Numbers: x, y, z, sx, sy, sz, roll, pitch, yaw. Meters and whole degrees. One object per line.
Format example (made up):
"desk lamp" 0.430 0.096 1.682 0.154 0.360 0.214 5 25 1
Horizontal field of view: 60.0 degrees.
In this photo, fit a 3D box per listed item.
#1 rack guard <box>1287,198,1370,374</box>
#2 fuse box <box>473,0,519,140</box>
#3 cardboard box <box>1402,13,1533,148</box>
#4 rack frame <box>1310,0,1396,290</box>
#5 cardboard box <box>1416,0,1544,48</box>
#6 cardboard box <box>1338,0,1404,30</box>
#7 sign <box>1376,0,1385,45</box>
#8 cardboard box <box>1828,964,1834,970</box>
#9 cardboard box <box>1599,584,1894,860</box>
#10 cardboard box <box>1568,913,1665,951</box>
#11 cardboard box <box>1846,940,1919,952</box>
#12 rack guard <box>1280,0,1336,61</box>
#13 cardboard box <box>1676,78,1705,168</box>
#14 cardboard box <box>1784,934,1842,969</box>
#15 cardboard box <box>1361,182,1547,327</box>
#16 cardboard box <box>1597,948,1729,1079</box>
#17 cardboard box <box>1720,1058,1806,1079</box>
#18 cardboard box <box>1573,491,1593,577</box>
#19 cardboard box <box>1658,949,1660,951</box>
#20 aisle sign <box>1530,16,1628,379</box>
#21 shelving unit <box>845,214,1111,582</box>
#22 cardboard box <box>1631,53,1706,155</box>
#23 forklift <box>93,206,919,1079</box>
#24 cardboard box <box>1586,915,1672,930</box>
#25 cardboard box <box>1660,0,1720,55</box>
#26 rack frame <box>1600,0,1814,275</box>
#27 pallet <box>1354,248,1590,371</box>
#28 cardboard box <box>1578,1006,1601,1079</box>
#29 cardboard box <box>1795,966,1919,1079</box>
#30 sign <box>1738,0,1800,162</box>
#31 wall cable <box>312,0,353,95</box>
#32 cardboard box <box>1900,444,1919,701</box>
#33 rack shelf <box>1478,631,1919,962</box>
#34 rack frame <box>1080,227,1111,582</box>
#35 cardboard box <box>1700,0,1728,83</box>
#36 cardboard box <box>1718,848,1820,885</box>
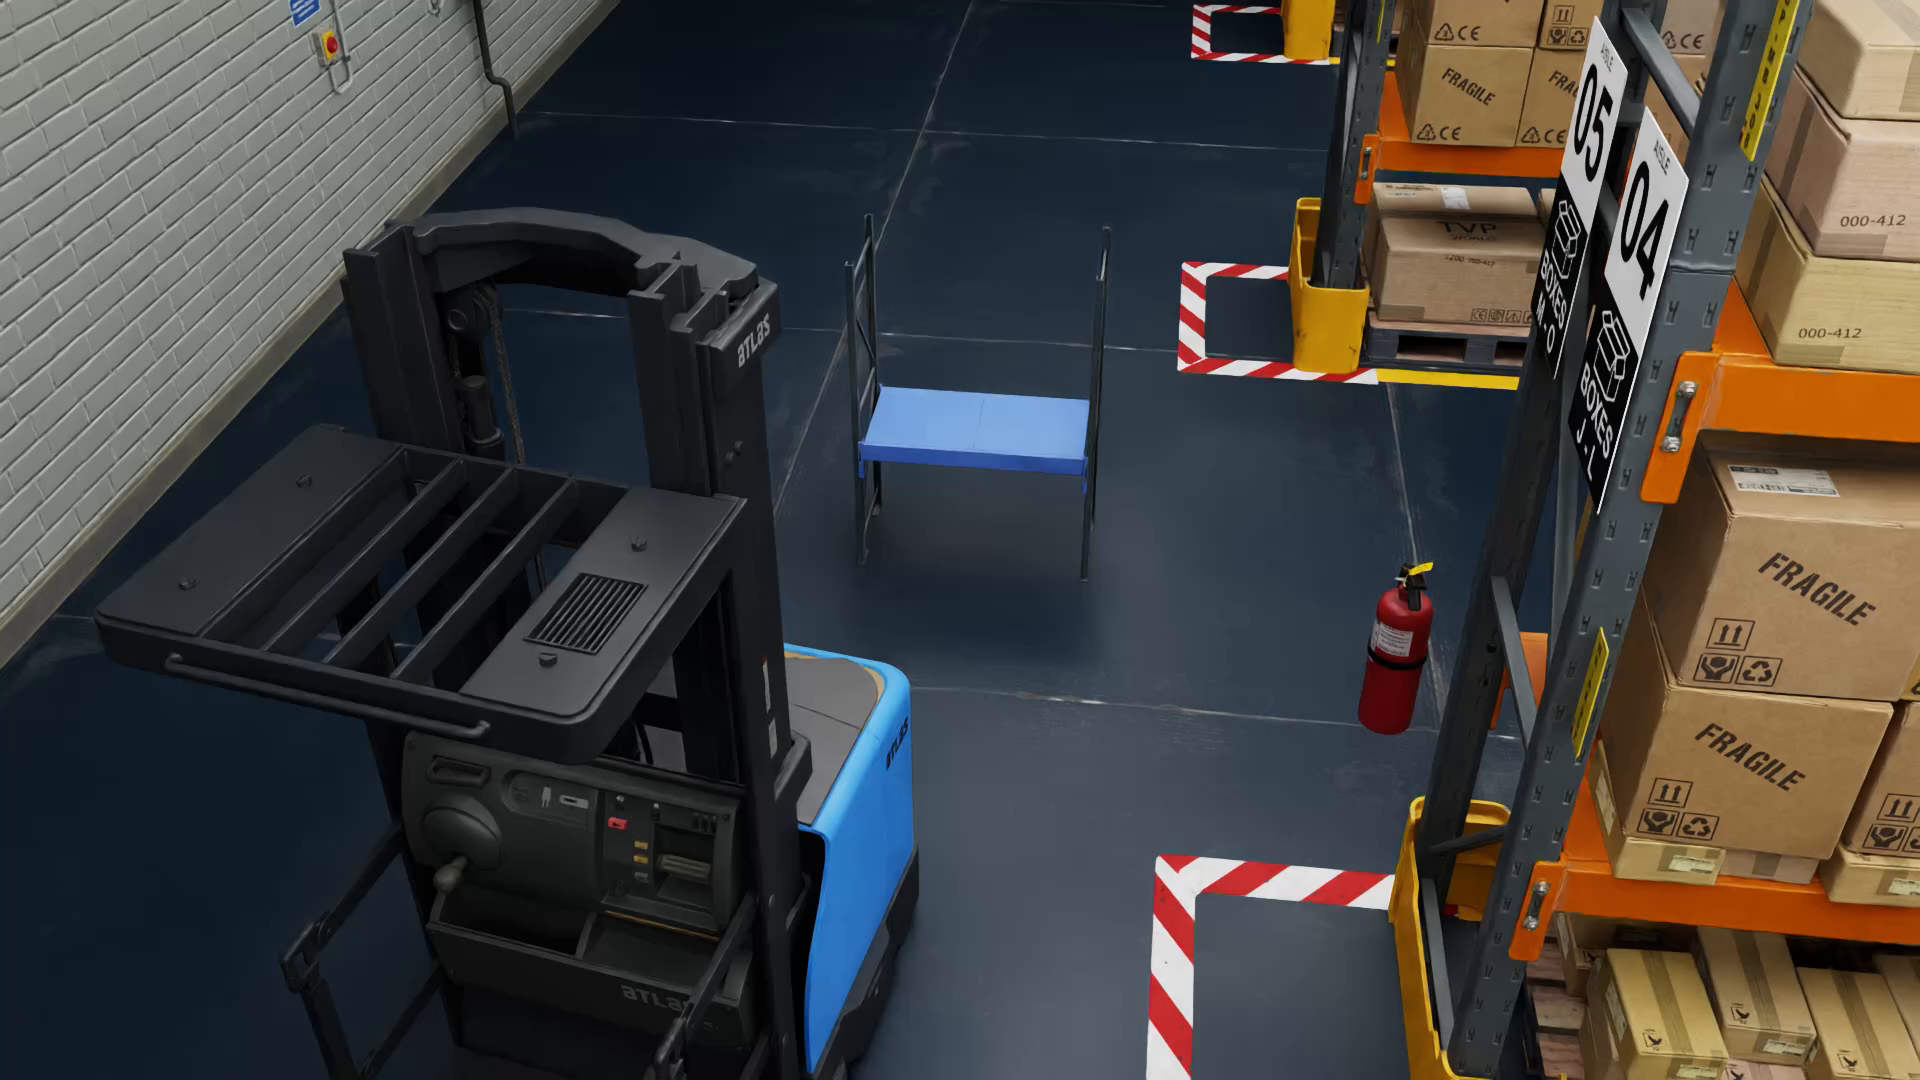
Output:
"rack guard" 2.057 -1.445 9.345 0.348 0.500 1.175 4 36 6
"fuse box" -3.102 -3.540 11.237 0.414 1.711 0.539 4 36 6
"cardboard box" 2.521 -2.301 8.305 0.500 0.500 0.500 4 36 6
"rack frame" 2.081 -2.461 8.616 0.127 3.000 1.000 4 36 6
"cardboard box" 2.521 -2.709 8.017 0.500 0.500 0.500 4 36 5
"cardboard box" 3.304 -4.376 13.087 0.637 0.503 0.797 3 36 4
"sign" 2.005 -2.526 7.894 0.005 0.325 0.100 4 36 6
"cardboard box" 2.865 1.348 5.372 0.250 0.149 0.380 5 36 6
"cardboard box" 1.961 0.429 4.224 0.500 0.500 0.500 6 36 8
"cardboard box" 2.111 1.142 5.405 0.250 0.149 0.380 3 36 5
"cardboard box" 2.872 1.092 5.218 0.250 0.149 0.380 3 36 4
"rack guard" 2.785 -4.298 13.342 0.348 0.500 1.175 4 36 6
"cardboard box" 2.036 -0.880 3.948 0.500 0.250 0.500 4 36 5
"cardboard box" 2.627 1.179 5.352 0.250 0.149 0.380 3 36 4
"cardboard box" 2.749 -1.598 9.251 0.875 0.438 0.875 3 36 4
"cardboard box" 2.027 1.381 4.814 0.250 0.149 0.380 3 36 4
"cardboard box" 2.302 1.507 4.894 0.250 0.149 0.380 4 36 6
"cardboard box" 2.030 0.122 4.655 0.500 0.500 0.500 5 36 7
"cardboard box" 2.368 1.268 5.484 0.250 0.149 0.380 5 36 7
"aisle sign" 1.517 -0.838 4.104 0.004 0.787 0.394 4 36 6
"shelving unit" 0.085 -0.604 7.305 1.048 1.500 0.538 4 36 6
"cardboard box" 3.528 -2.231 8.208 0.500 0.500 0.500 4 36 6
"forklift" -1.064 0.823 4.073 1.130 2.935 3.031 10 37 14
"cardboard box" 2.108 1.039 5.292 0.250 0.149 0.380 5 36 7
"cardboard box" 3.546 -2.641 7.922 0.500 0.500 0.500 4 36 6
"rack frame" 1.551 -2.043 2.867 0.127 3.000 1.000 4 36 6
"pallet" 2.884 -1.312 9.406 1.213 0.211 1.003 4 36 6
"cardboard box" 2.030 1.611 5.003 0.250 0.149 0.380 5 36 7
"cardboard box" 2.550 1.424 4.753 0.250 0.149 0.380 4 36 6
"sign" 1.482 -0.865 3.046 0.005 0.325 0.100 4 36 6
"wall cable" -3.514 -3.291 8.878 0.123 1.953 0.585 4 36 6
"cardboard box" 2.464 0.050 3.895 0.500 0.500 0.500 5 36 7
"rack shelf" 3.535 0.839 4.611 4.000 0.370 1.077 4 36 6
"rack frame" 0.589 -0.567 7.253 0.032 1.500 0.500 4 36 6
"cardboard box" 2.040 -1.077 3.794 0.500 0.250 0.500 3 36 4
"cardboard box" 2.088 0.709 4.391 0.250 0.149 0.380 5 36 8
